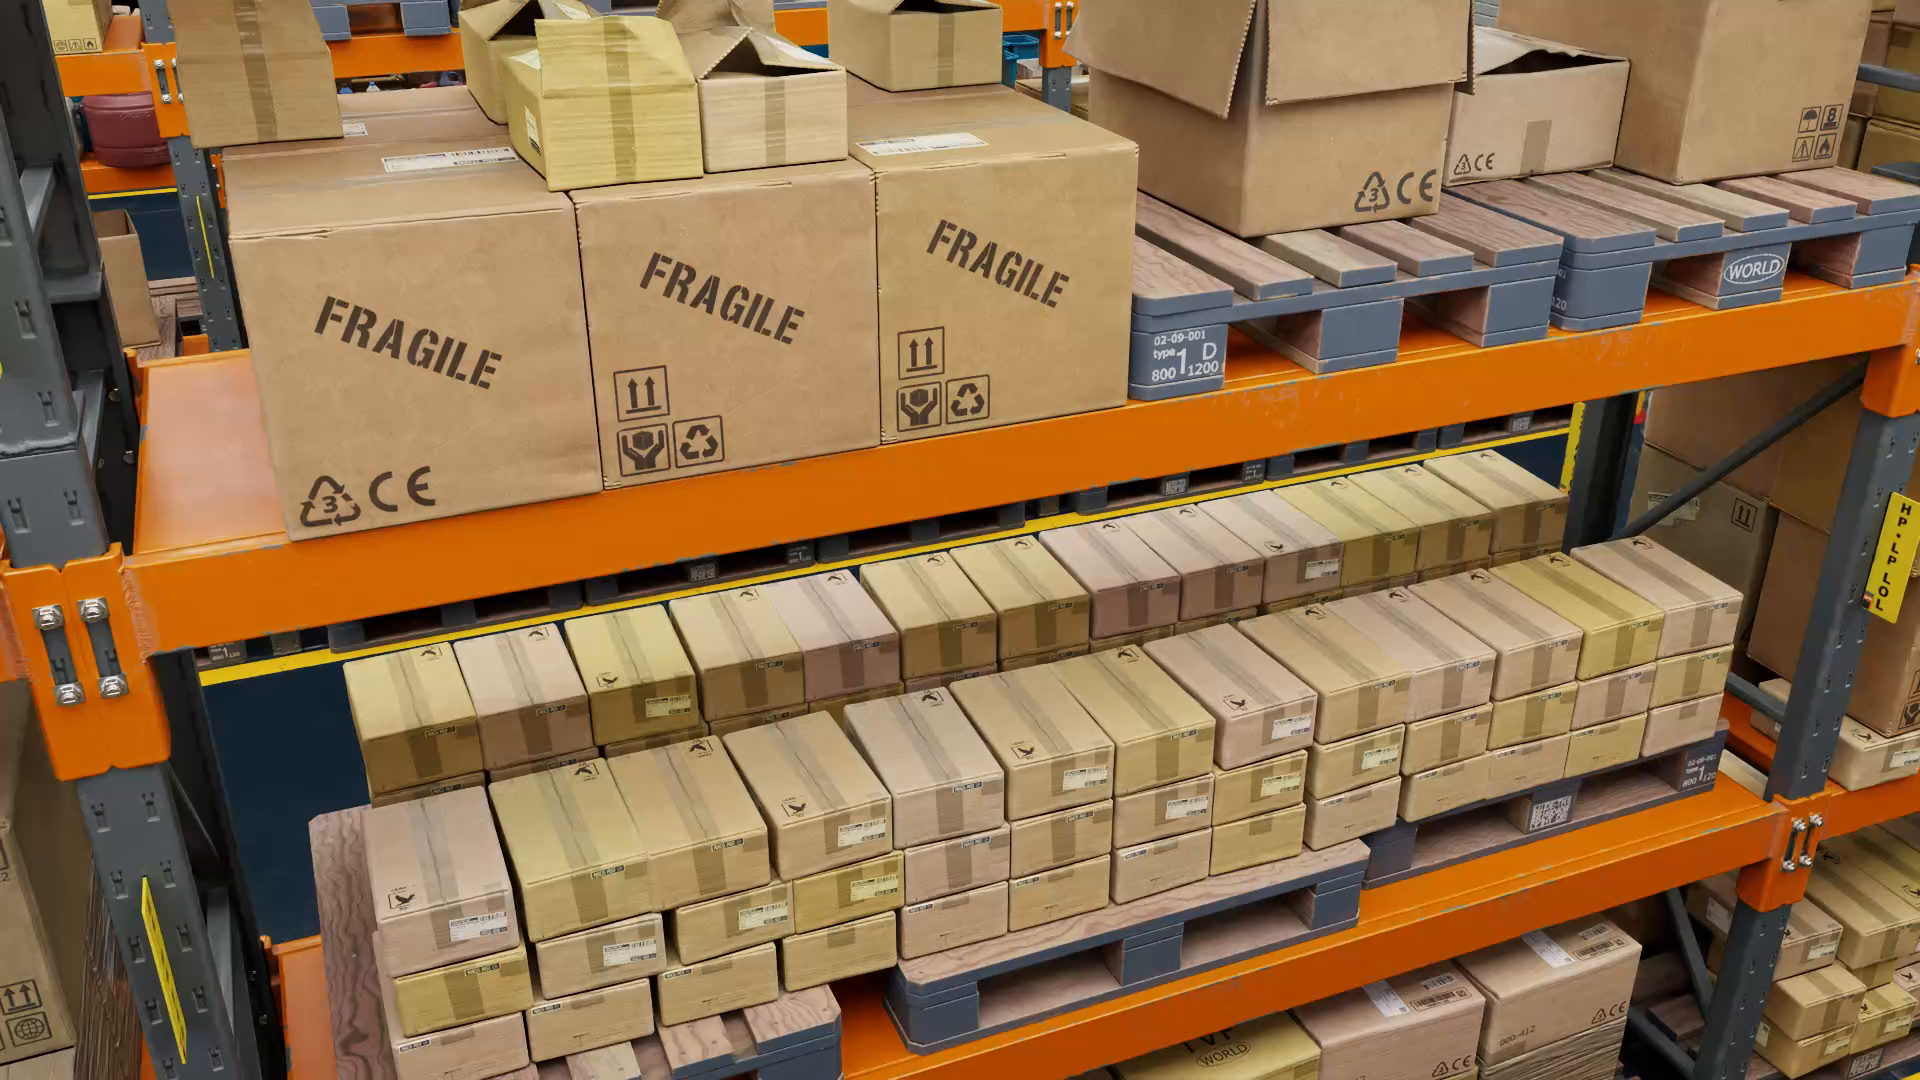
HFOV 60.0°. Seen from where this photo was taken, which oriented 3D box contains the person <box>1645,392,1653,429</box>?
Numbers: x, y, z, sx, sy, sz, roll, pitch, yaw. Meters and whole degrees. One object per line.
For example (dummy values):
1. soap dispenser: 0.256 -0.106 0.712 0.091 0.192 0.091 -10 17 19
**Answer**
1. person: 3.093 -0.112 7.289 0.551 1.658 0.462 -8 27 -16
